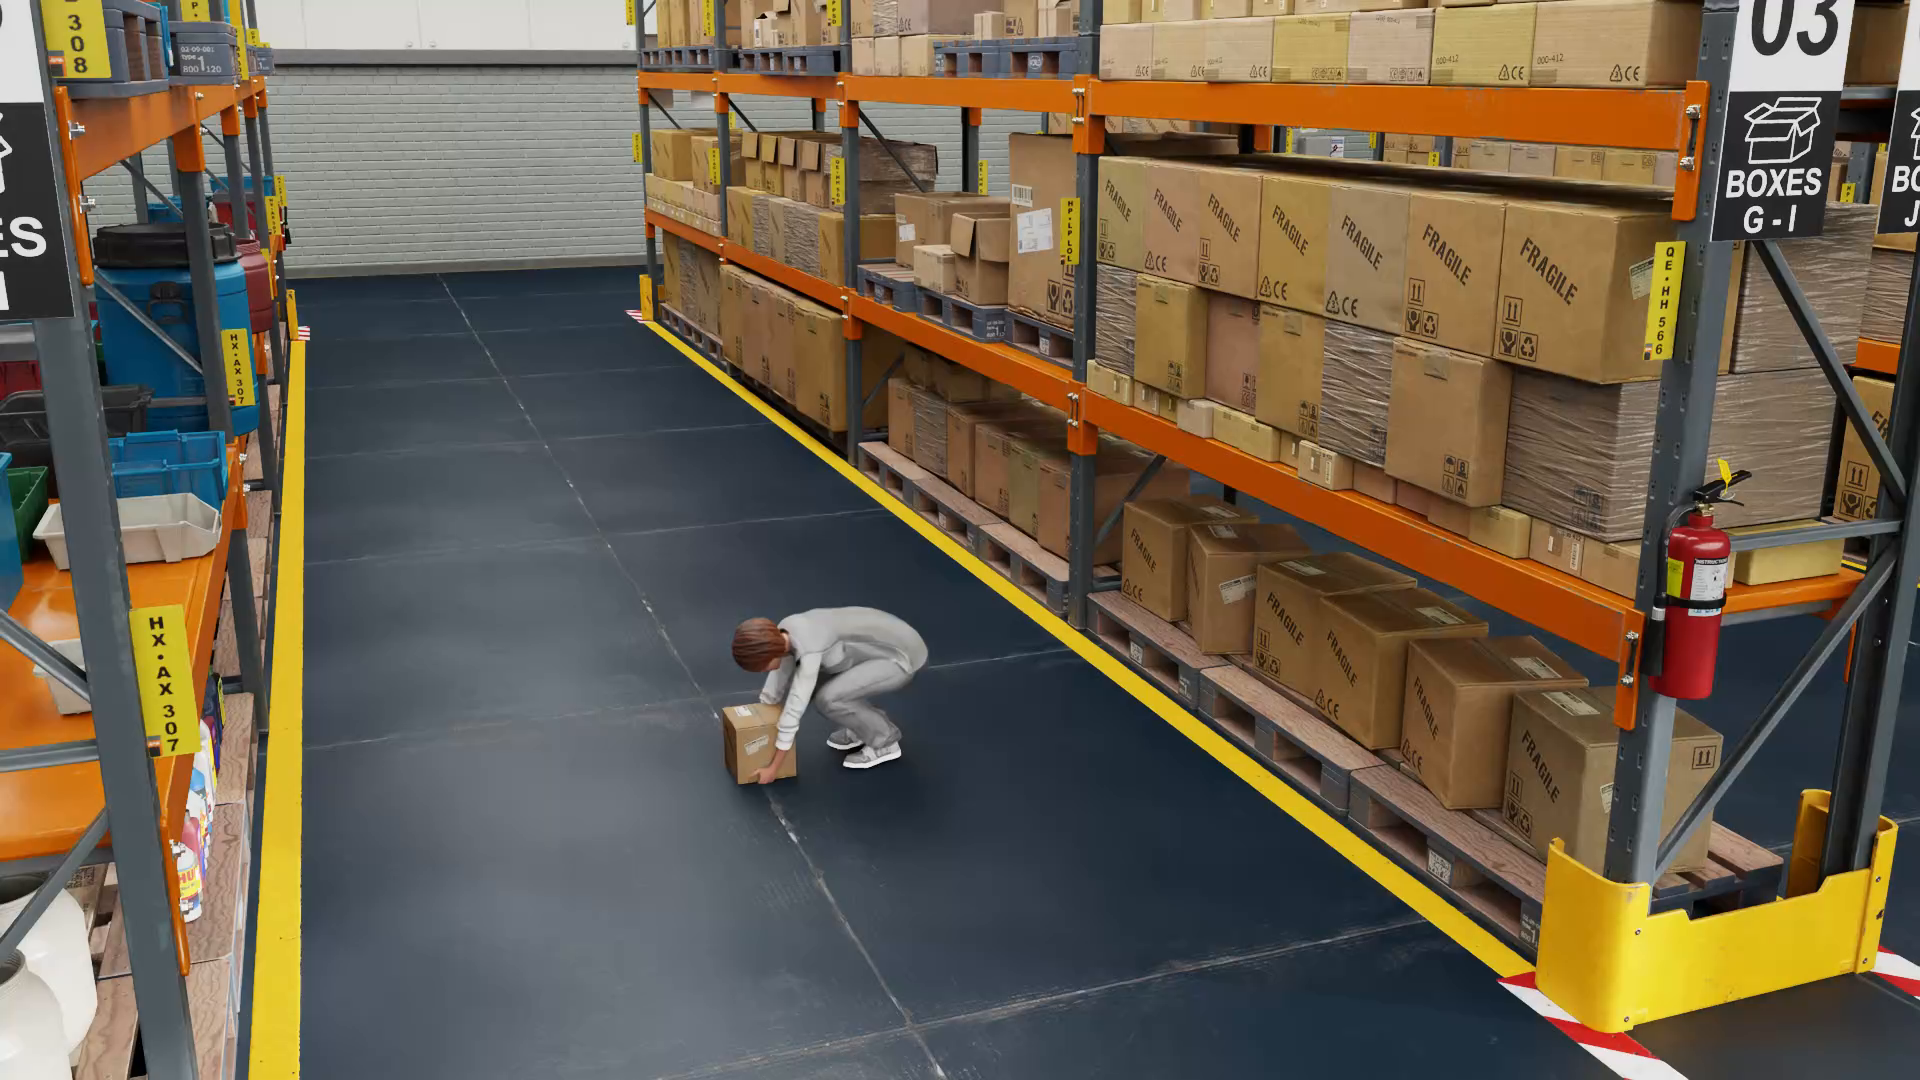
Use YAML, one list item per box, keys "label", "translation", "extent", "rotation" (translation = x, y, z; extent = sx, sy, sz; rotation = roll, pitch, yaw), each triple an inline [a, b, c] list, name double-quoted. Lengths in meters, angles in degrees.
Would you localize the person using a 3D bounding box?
- label: "person"
  translation: [-3.649, -4.399, 14.998]
  extent: [24.670, 6.022, 19.451]
  rotation: [-6, 17, -21]
